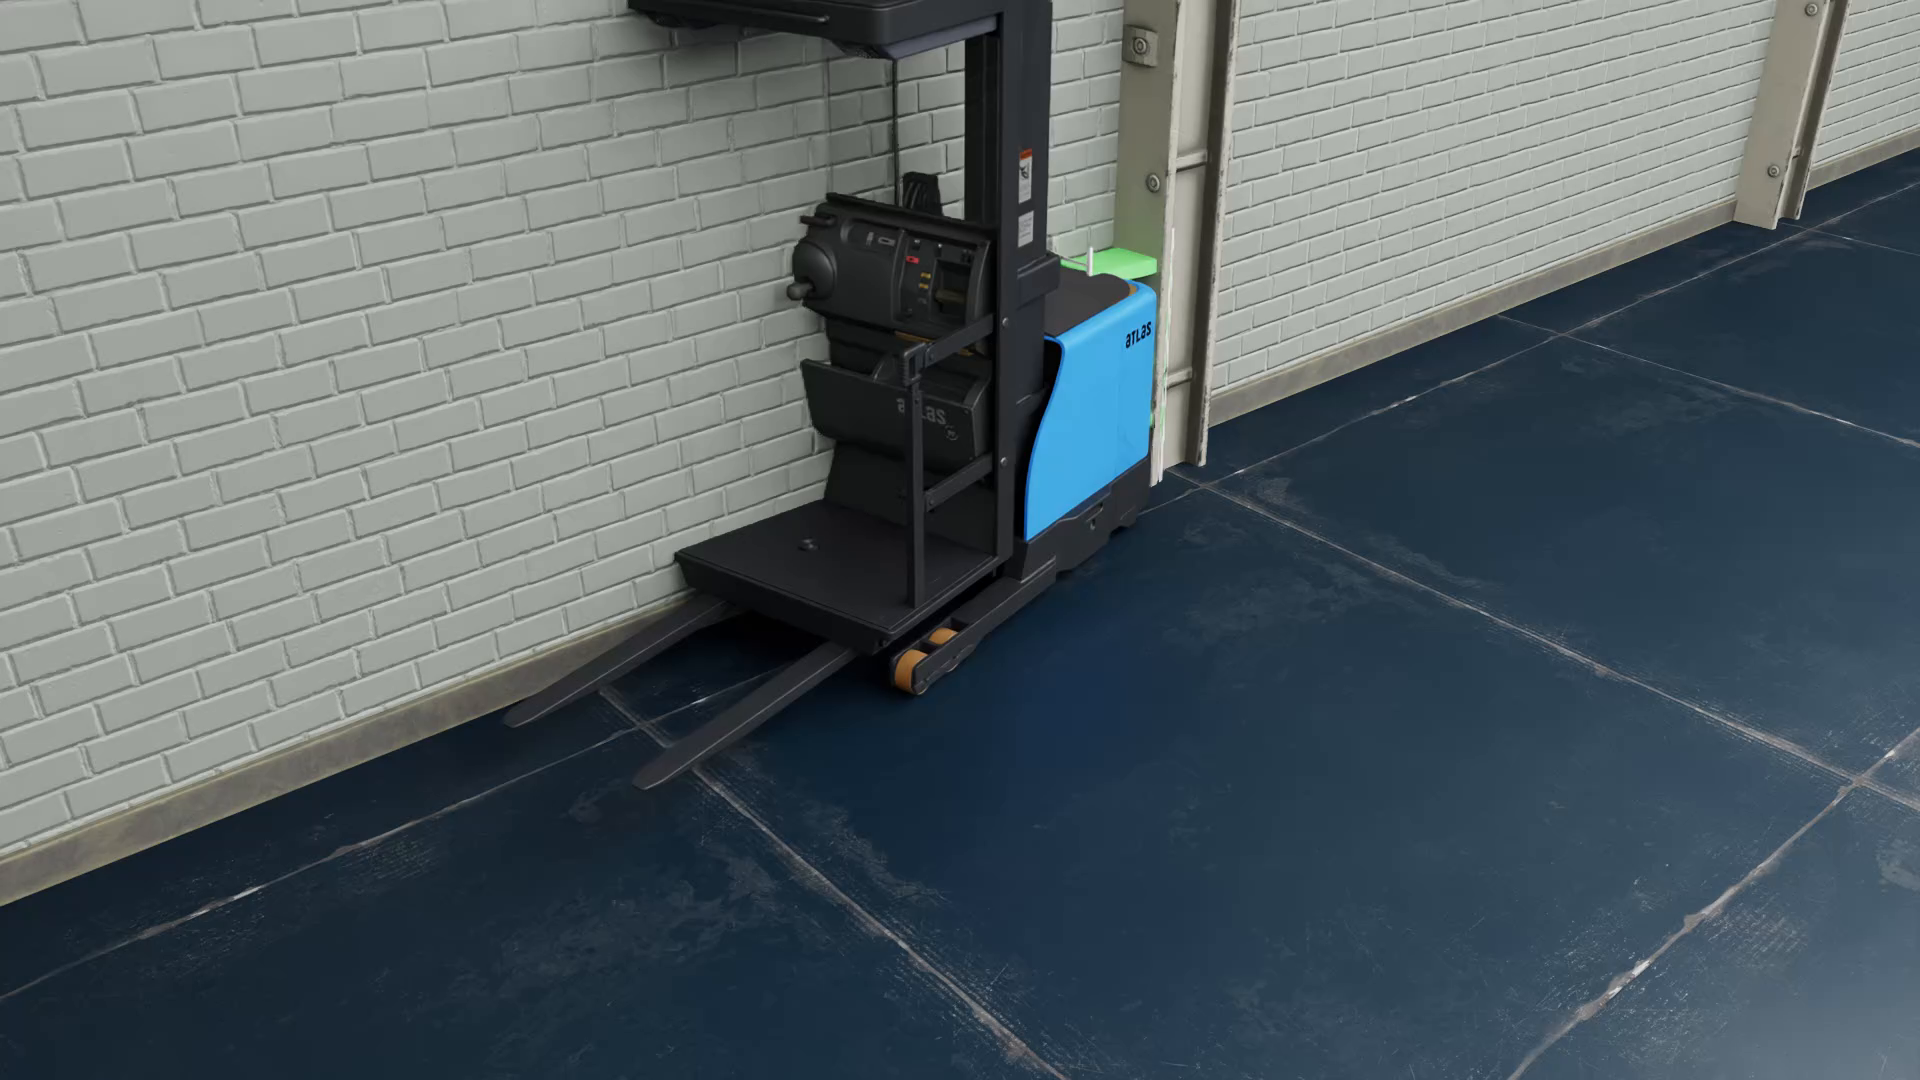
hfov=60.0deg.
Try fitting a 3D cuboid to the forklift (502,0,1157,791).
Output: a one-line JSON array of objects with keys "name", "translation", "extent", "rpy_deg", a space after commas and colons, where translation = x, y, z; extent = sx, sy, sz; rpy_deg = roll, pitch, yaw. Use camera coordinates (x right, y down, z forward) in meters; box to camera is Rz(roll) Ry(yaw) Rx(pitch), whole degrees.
[{"name": "forklift", "translation": [-0.414, -0.975, 5.965], "extent": [1.130, 2.935, 3.031], "rpy_deg": [18, 33, 30]}]

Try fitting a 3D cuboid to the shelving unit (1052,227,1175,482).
[{"name": "shelving unit", "translation": [0.666, -0.786, 7.423], "extent": [0.503, 1.200, 0.258], "rpy_deg": [-20, 32, -35]}]

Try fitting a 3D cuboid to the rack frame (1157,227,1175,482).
[{"name": "rack frame", "translation": [0.855, -0.854, 7.562], "extent": [0.015, 1.200, 0.240], "rpy_deg": [-20, 32, -35]}]

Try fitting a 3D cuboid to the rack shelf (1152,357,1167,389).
[{"name": "rack shelf", "translation": [0.666, -0.729, 7.451], "extent": [0.480, 0.148, 0.258], "rpy_deg": [-20, 32, -35]}]

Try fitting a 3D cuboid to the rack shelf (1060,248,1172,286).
[{"name": "rack shelf", "translation": [0.664, -1.162, 7.244], "extent": [0.480, 0.148, 0.258], "rpy_deg": [-20, 32, -35]}]

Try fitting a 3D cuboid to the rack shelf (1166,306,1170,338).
[{"name": "rack shelf", "translation": [0.665, -0.945, 7.348], "extent": [0.480, 0.148, 0.258], "rpy_deg": [-20, 32, -35]}]

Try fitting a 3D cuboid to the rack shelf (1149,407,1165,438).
[{"name": "rack shelf", "translation": [0.667, -0.512, 7.554], "extent": [0.480, 0.148, 0.258], "rpy_deg": [-20, 32, -35]}]

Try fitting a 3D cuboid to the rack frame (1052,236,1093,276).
[{"name": "rack frame", "translation": [0.477, -0.719, 7.284], "extent": [0.015, 1.200, 0.240], "rpy_deg": [-20, 32, -35]}]

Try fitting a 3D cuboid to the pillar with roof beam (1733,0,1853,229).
[{"name": "pillar with roof beam", "translation": [8.285, -4.620, 6.348], "extent": [0.400, 9.000, 9.100], "rpy_deg": [-22, 35, -35]}]

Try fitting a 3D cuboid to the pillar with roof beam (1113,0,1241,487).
[{"name": "pillar with roof beam", "translation": [3.721, -2.785, 2.913], "extent": [0.400, 9.000, 9.100], "rpy_deg": [-22, 35, -35]}]
